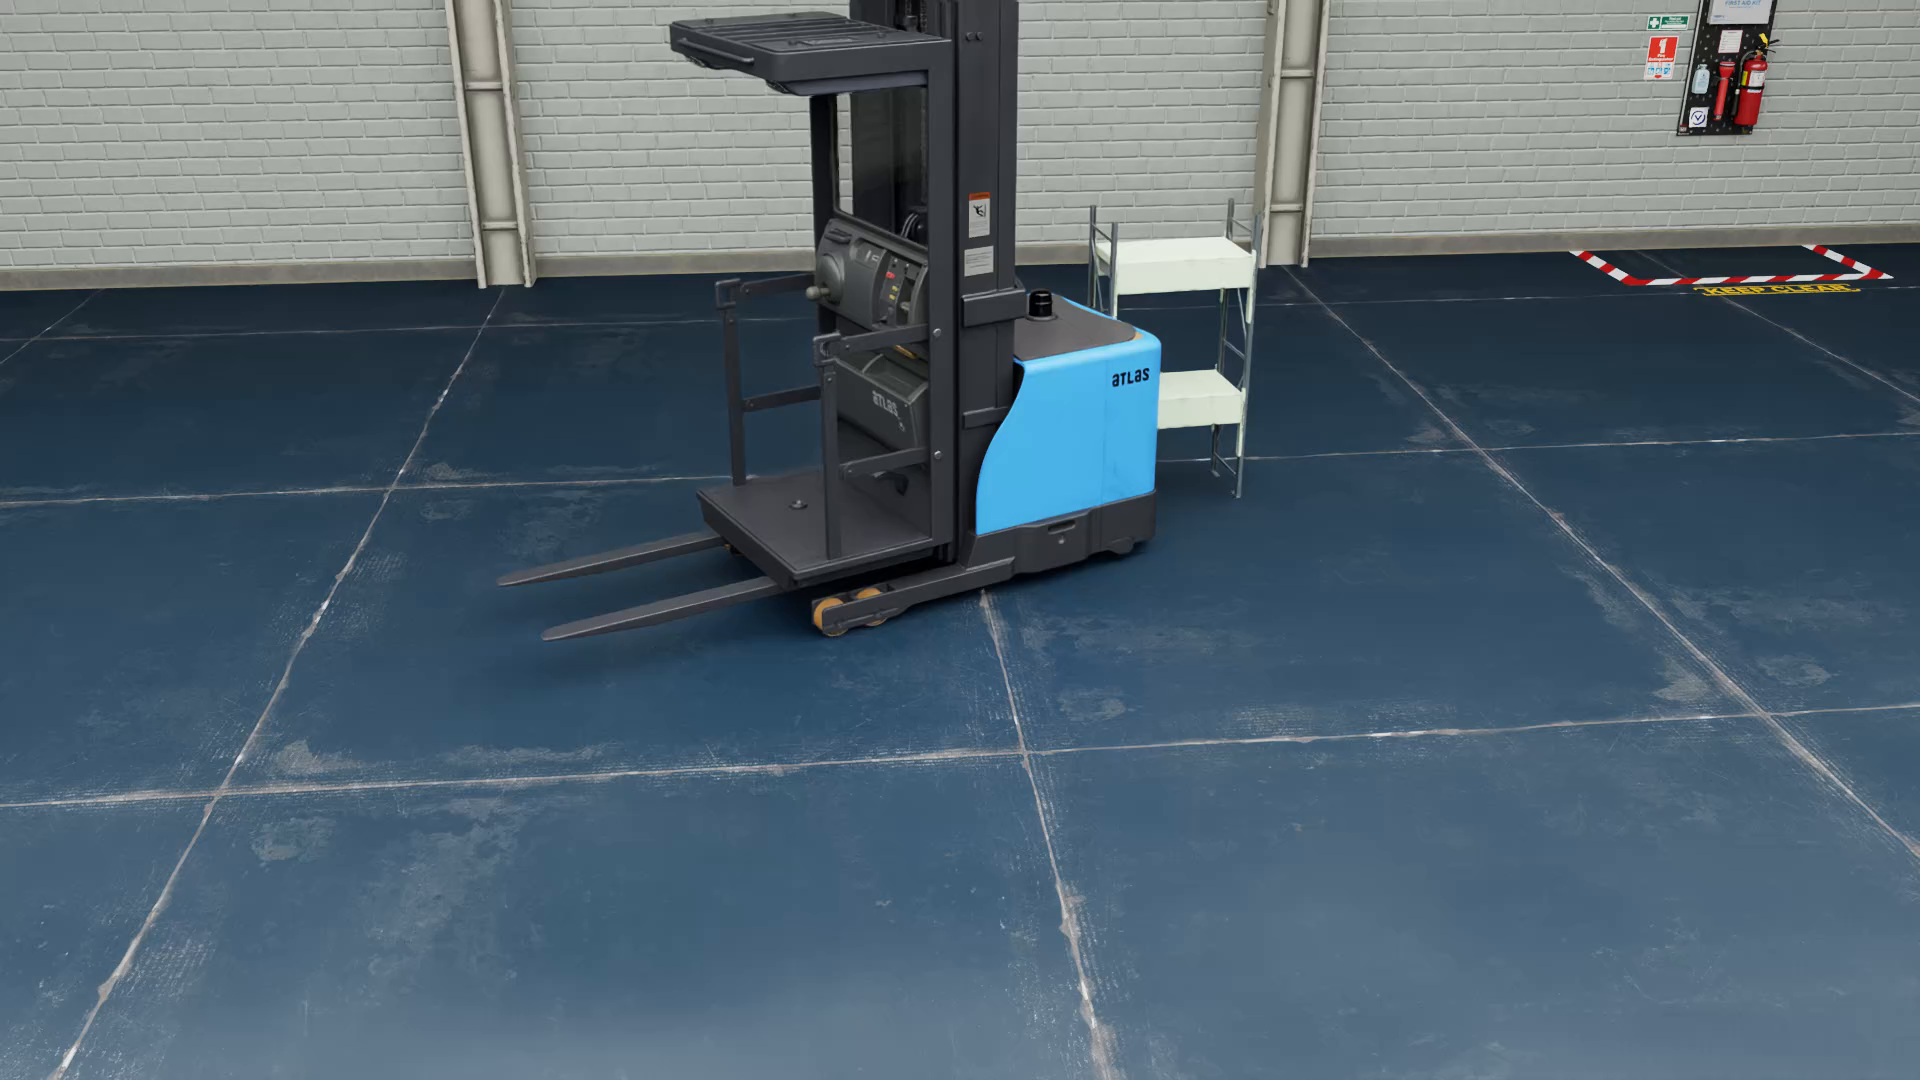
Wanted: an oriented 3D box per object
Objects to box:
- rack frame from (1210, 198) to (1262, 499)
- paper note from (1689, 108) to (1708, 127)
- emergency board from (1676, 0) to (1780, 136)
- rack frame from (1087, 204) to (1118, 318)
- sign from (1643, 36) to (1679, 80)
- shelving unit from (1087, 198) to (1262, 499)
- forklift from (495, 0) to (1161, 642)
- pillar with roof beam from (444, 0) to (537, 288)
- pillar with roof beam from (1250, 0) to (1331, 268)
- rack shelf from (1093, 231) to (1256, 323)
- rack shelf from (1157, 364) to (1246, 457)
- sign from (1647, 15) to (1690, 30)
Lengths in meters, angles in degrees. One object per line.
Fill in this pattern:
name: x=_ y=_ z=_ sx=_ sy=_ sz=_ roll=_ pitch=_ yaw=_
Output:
rack frame: x=1.423 y=-0.983 z=8.616 sx=0.023 sy=1.500 sz=0.400 roll=-5 pitch=24 yaw=-11
paper note: x=5.854 y=-3.350 z=13.177 sx=0.142 sy=0.148 sz=0.016 roll=-2 pitch=24 yaw=-5
emergency board: x=6.037 y=-3.731 z=12.952 sx=0.643 sy=1.169 sz=0.194 roll=-2 pitch=24 yaw=-5
rack frame: x=0.707 y=-0.921 z=8.474 sx=0.023 sy=1.500 sz=0.400 roll=-5 pitch=24 yaw=-11
sign: x=5.476 y=-3.767 z=12.988 sx=0.234 sy=0.329 sz=0.001 roll=-2 pitch=24 yaw=-5
shelving unit: x=1.065 y=-0.952 z=8.545 sx=0.755 sy=1.500 sz=0.431 roll=-5 pitch=24 yaw=-11
forklift: x=-0.574 y=-1.160 z=7.251 sx=3.031 sy=2.935 sz=1.130 roll=-14 pitch=27 yaw=-28
pillar with roof beam: x=-3.019 y=-4.337 z=6.928 sx=0.400 sy=9.000 sz=9.100 roll=-2 pitch=24 yaw=-5
pillar with roof beam: x=2.952 y=-4.576 z=7.467 sx=0.400 sy=9.000 sz=9.100 roll=-2 pitch=24 yaw=-5
rack shelf: x=1.065 y=-1.309 z=8.386 sx=0.720 sy=0.370 sz=0.431 roll=-5 pitch=24 yaw=-11
rack shelf: x=1.065 y=-0.654 z=8.677 sx=0.720 sy=0.370 sz=0.431 roll=-5 pitch=24 yaw=-11
sign: x=5.482 y=-4.006 z=12.873 sx=0.331 sy=0.109 sz=0.001 roll=-2 pitch=24 yaw=-5
